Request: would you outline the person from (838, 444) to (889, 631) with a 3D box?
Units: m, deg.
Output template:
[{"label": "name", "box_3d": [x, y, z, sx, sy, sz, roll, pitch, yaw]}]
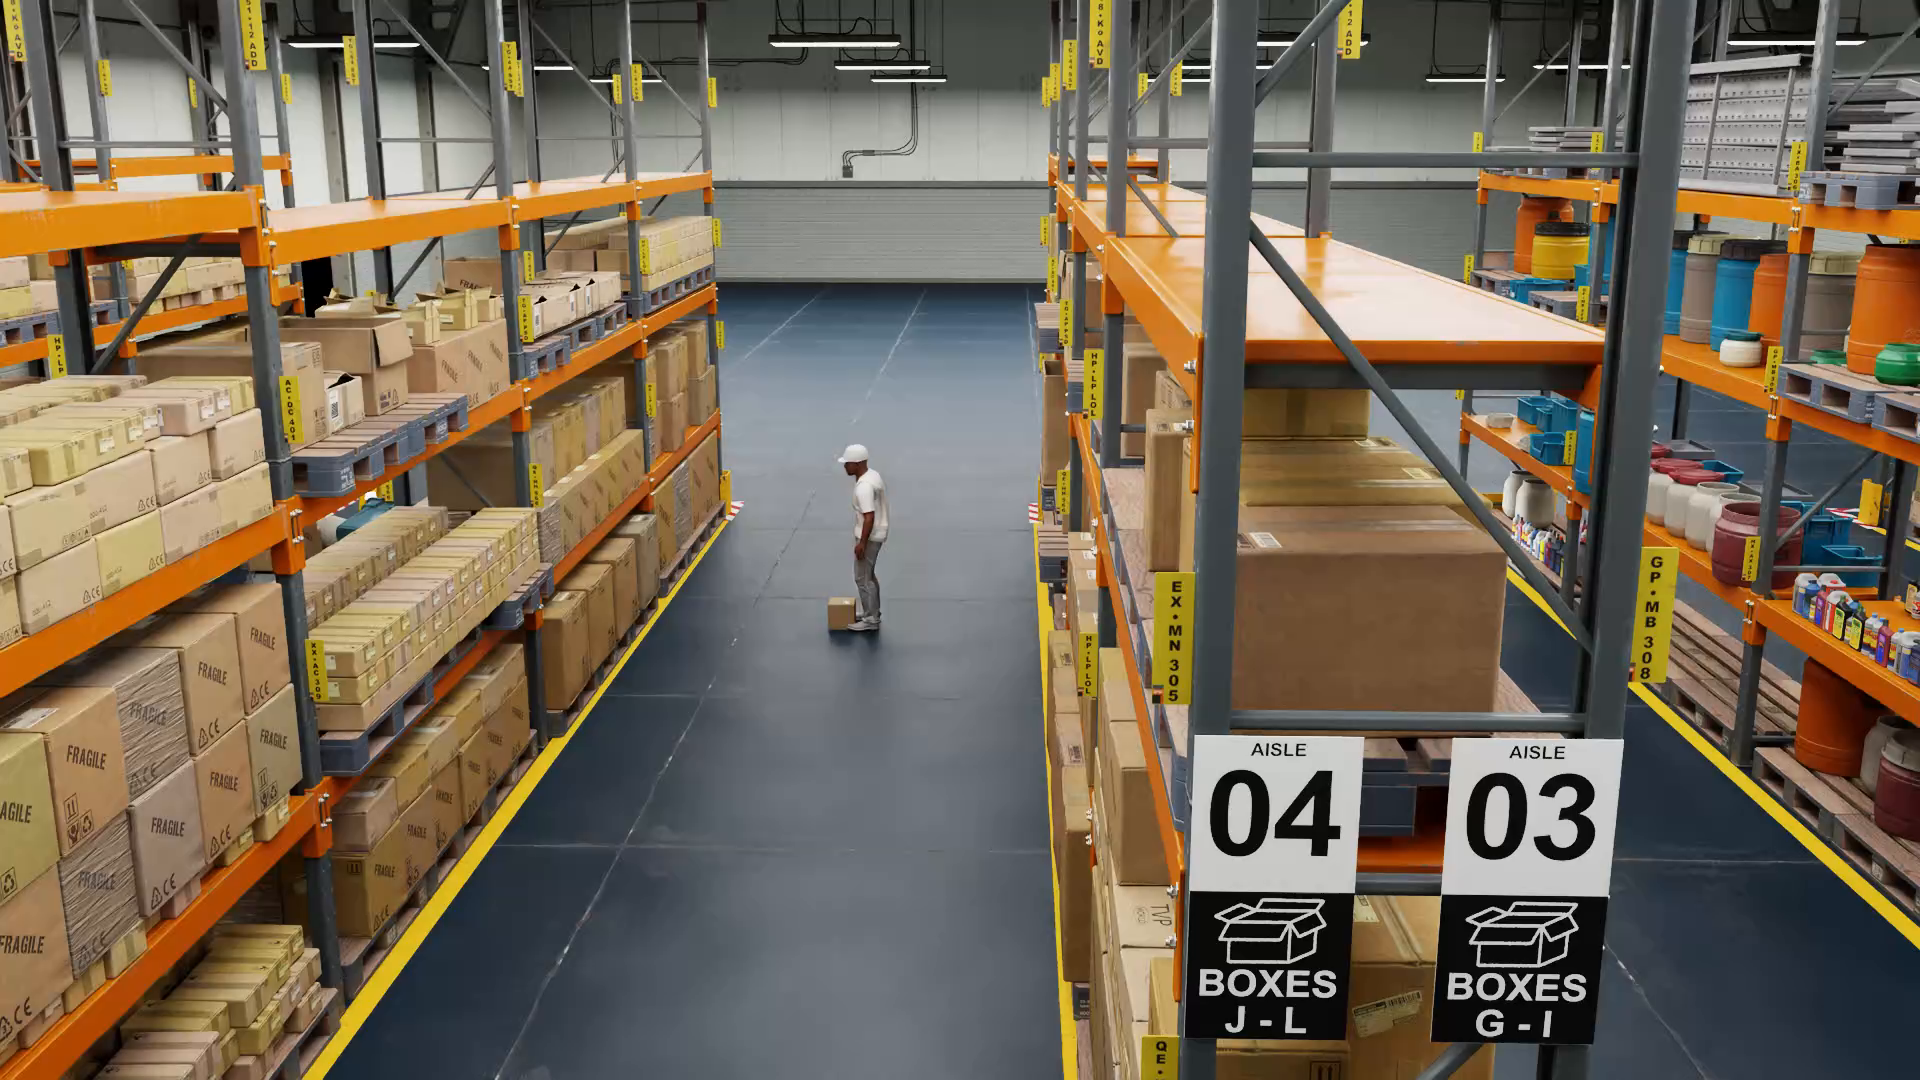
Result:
[{"label": "person", "box_3d": [-0.896, -0.035, 15.602, 0.463, 1.760, 0.632, 0, 14, 1]}]
